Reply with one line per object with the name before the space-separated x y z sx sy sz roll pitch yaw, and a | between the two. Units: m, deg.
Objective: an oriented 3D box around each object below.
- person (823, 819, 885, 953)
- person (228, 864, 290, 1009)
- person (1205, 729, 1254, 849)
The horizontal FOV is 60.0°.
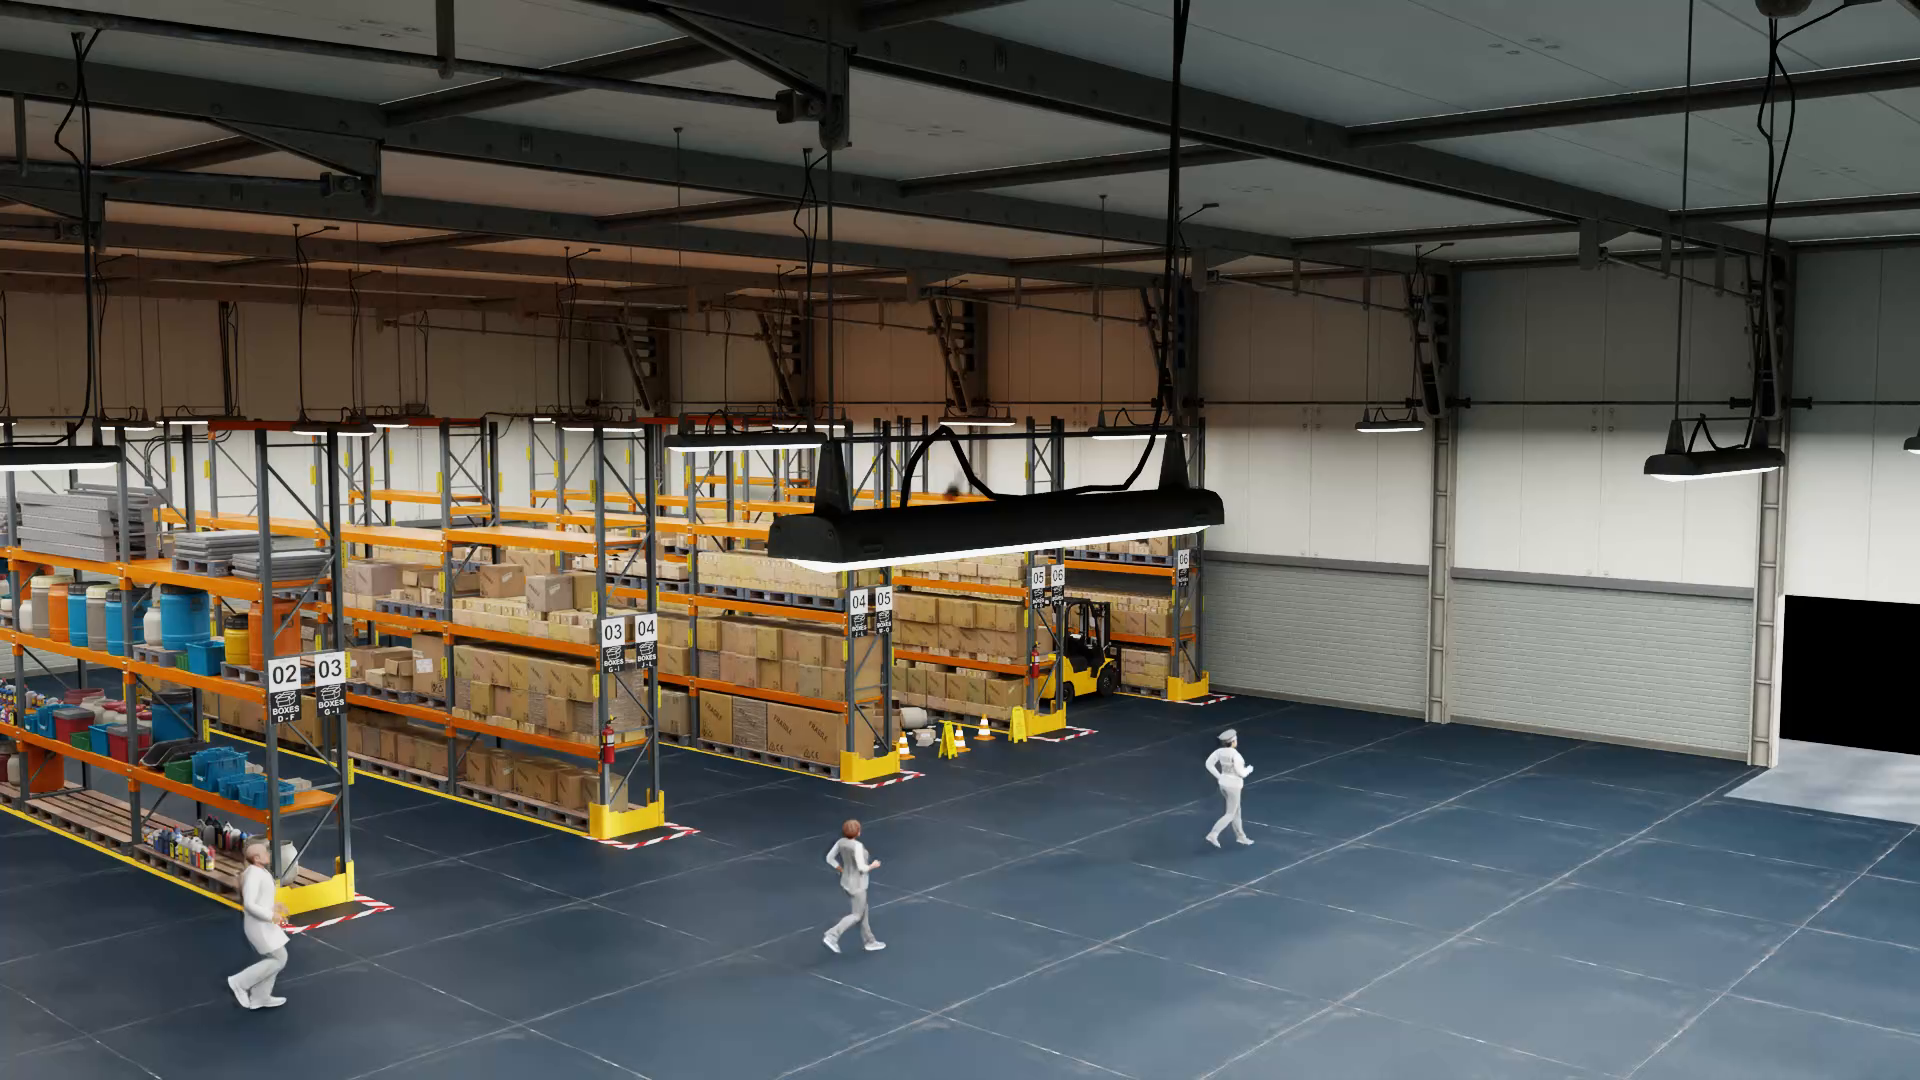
person | -1.210 3.944 18.901 0.867 1.572 0.541 -3 6 -35
person | -7.295 4.122 17.339 0.547 1.527 0.694 -2 5 -27
person | 3.810 3.508 23.450 0.878 1.684 0.616 -2 5 -26
